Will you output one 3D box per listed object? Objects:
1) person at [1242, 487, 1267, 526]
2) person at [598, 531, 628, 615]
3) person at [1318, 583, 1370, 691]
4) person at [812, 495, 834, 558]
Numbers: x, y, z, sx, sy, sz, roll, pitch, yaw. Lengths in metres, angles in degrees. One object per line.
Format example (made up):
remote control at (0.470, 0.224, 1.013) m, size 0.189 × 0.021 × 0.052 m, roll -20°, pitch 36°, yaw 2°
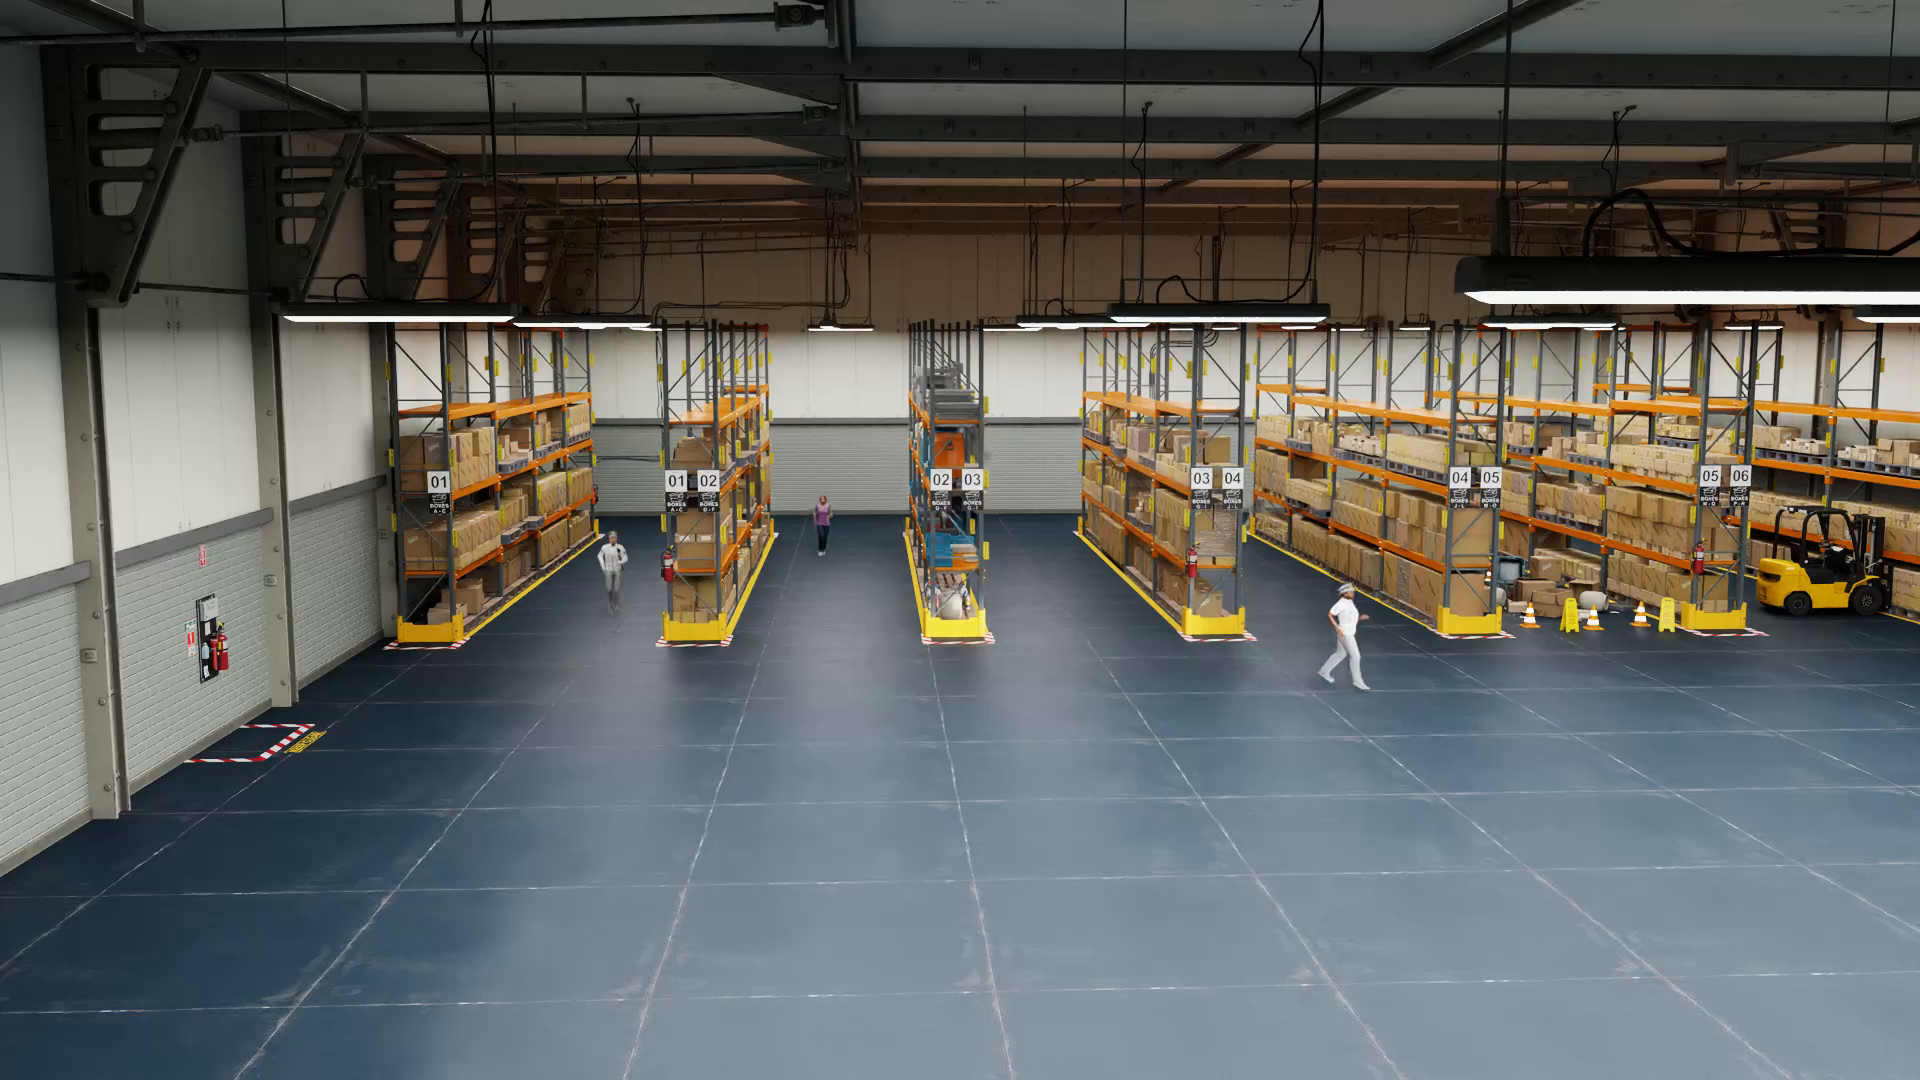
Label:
person at (8.776, -1.255, 49.268) m, size 0.953 × 1.733 × 0.736 m, roll 4°, pitch 8°, yaw 30°
person at (-7.134, 0.685, 34.212) m, size 0.603 × 1.756 × 0.610 m, roll -1°, pitch 7°, yaw -11°
person at (6.249, 1.547, 26.948) m, size 0.851 × 1.726 × 0.559 m, roll 3°, pitch 8°, yaw 23°
person at (-3.527, -0.356, 42.922) m, size 0.521 × 1.629 × 0.701 m, roll -1°, pitch 7°, yaw -11°
